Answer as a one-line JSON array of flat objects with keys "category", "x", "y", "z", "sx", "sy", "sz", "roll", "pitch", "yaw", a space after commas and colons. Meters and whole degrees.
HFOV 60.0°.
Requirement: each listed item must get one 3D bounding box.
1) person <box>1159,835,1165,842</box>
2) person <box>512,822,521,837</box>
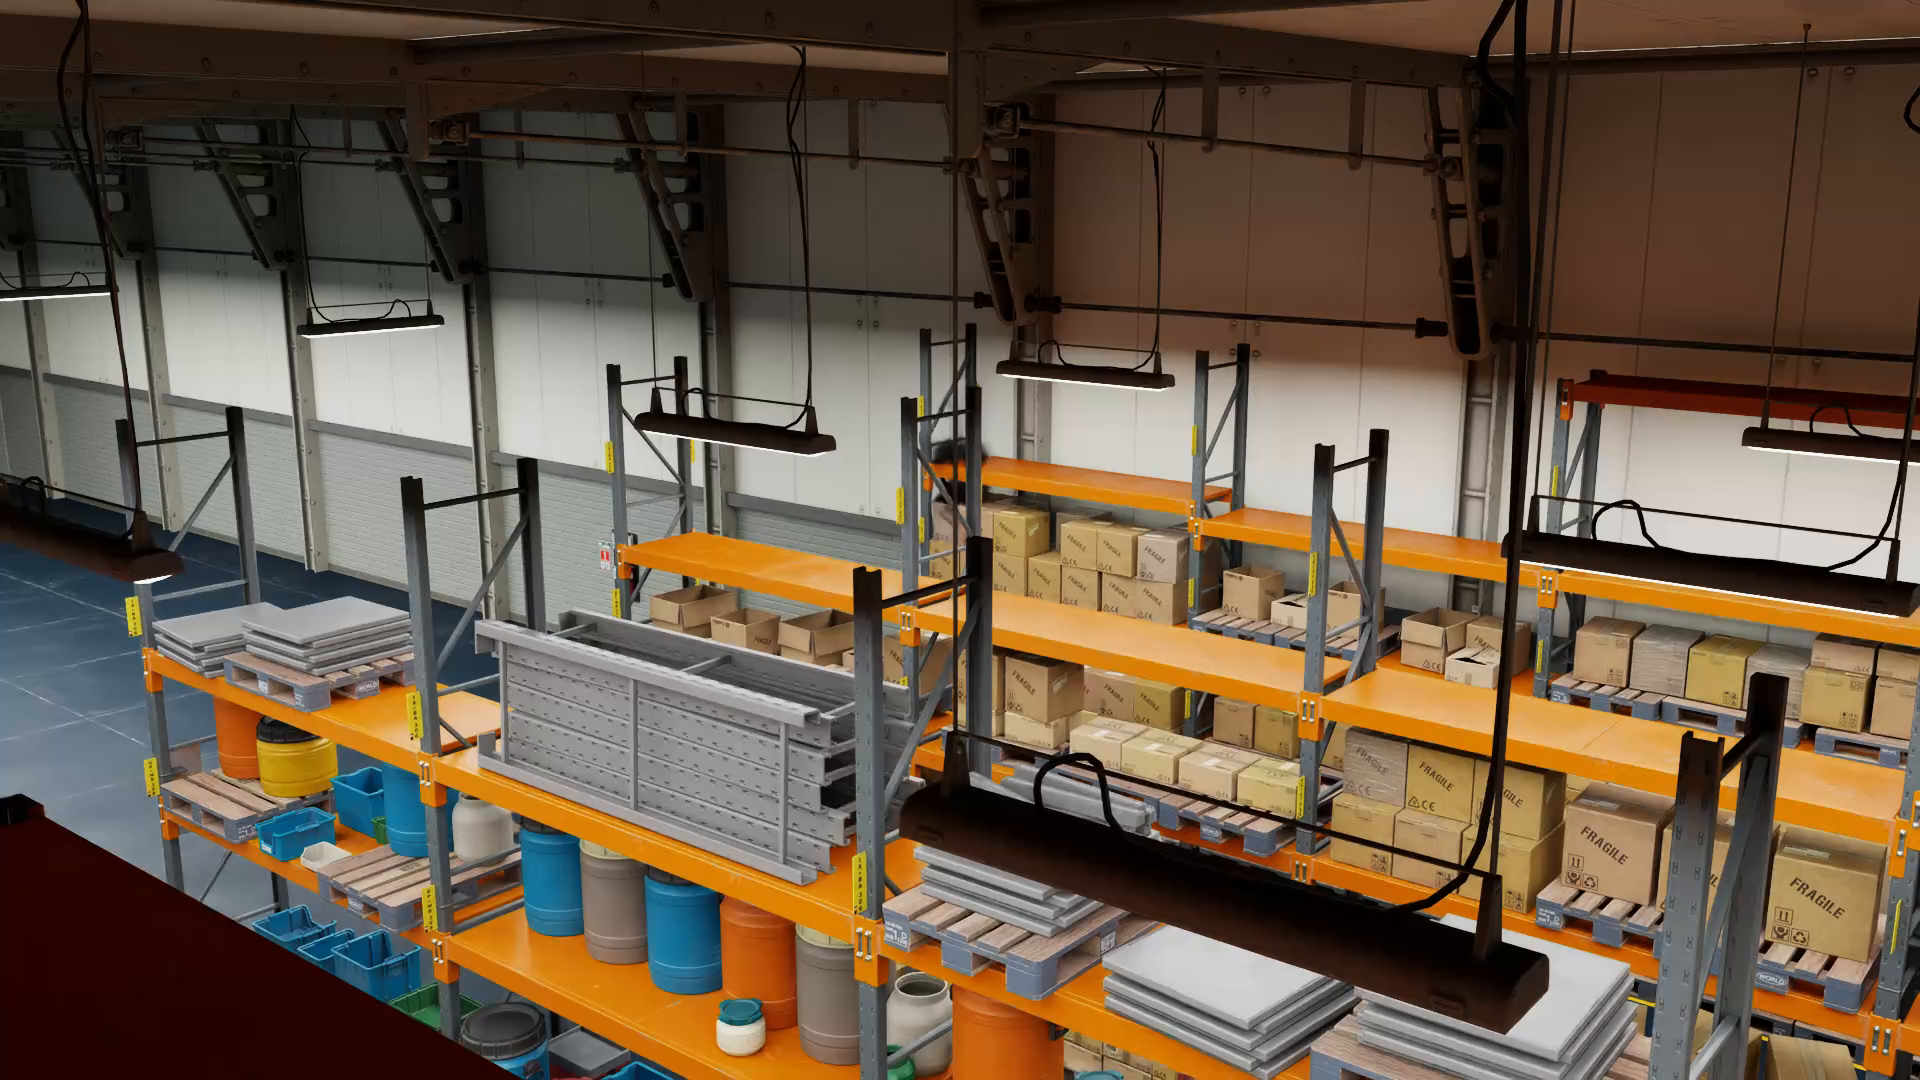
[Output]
[{"category": "person", "x": 1.961, "y": 3.473, "z": 17.044, "sx": 0.728, "sy": 1.714, "sz": 0.549, "roll": 8, "pitch": 15, "yaw": 31}, {"category": "person", "x": -5.220, "y": 2.971, "z": 19.076, "sx": 0.685, "sy": 1.709, "sz": 0.662, "roll": -5, "pitch": 14, "yaw": -22}]
